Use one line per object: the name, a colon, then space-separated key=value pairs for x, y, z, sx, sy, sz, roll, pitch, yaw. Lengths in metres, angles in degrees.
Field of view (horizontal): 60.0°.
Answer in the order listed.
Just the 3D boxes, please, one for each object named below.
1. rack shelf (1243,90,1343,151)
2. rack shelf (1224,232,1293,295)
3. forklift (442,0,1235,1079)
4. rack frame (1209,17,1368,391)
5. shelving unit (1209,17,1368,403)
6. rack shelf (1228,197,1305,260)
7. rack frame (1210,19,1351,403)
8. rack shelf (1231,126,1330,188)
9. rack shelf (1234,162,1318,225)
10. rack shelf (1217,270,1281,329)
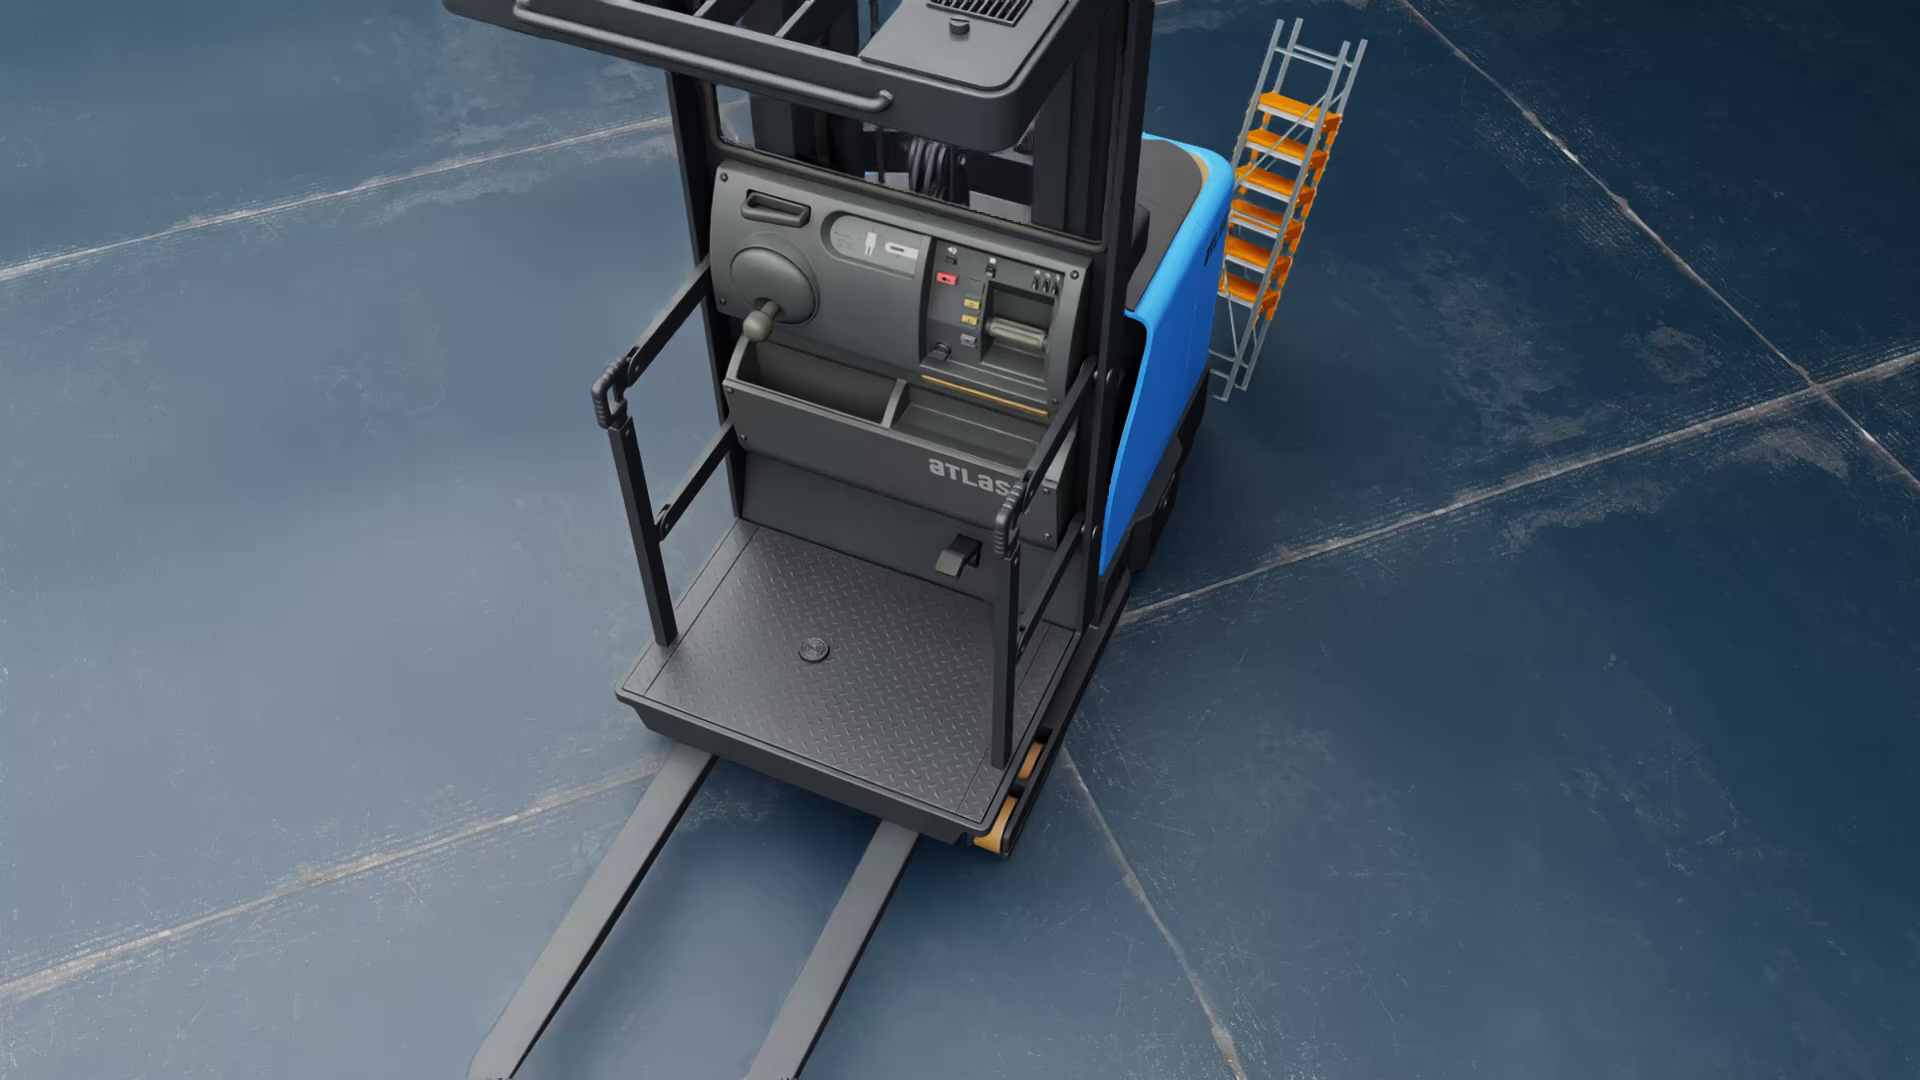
rack shelf: x=1.051 y=-1.326 z=5.249 sx=0.258 sy=0.103 sz=0.180 roll=26 pitch=28 yaw=21
rack shelf: x=0.936 y=-0.910 z=5.460 sx=0.258 sy=0.103 sz=0.180 roll=26 pitch=28 yaw=21
forklift: x=-0.243 y=-0.486 z=3.736 sx=1.130 sy=2.935 sz=3.031 roll=18 pitch=52 yaw=15
rack frame: x=1.020 y=-1.078 z=5.463 sx=0.240 sy=1.200 sz=0.006 roll=26 pitch=28 yaw=21
shelving unit: x=0.976 y=-1.052 z=5.387 sx=0.258 sy=1.200 sz=0.189 roll=26 pitch=28 yaw=21
rack shelf: x=0.965 y=-1.014 z=5.407 sx=0.258 sy=0.103 sz=0.180 roll=26 pitch=28 yaw=21
rack frame: x=0.931 y=-1.026 z=5.312 sx=0.240 sy=1.200 sz=0.006 roll=26 pitch=28 yaw=21
rack shelf: x=1.023 y=-1.222 z=5.302 sx=0.258 sy=0.103 sz=0.180 roll=26 pitch=28 yaw=21
rack shelf: x=0.994 y=-1.118 z=5.354 sx=0.258 sy=0.103 sz=0.180 roll=26 pitch=28 yaw=21
rack shelf: x=0.908 y=-0.806 z=5.512 sx=0.258 sy=0.103 sz=0.180 roll=26 pitch=28 yaw=21
